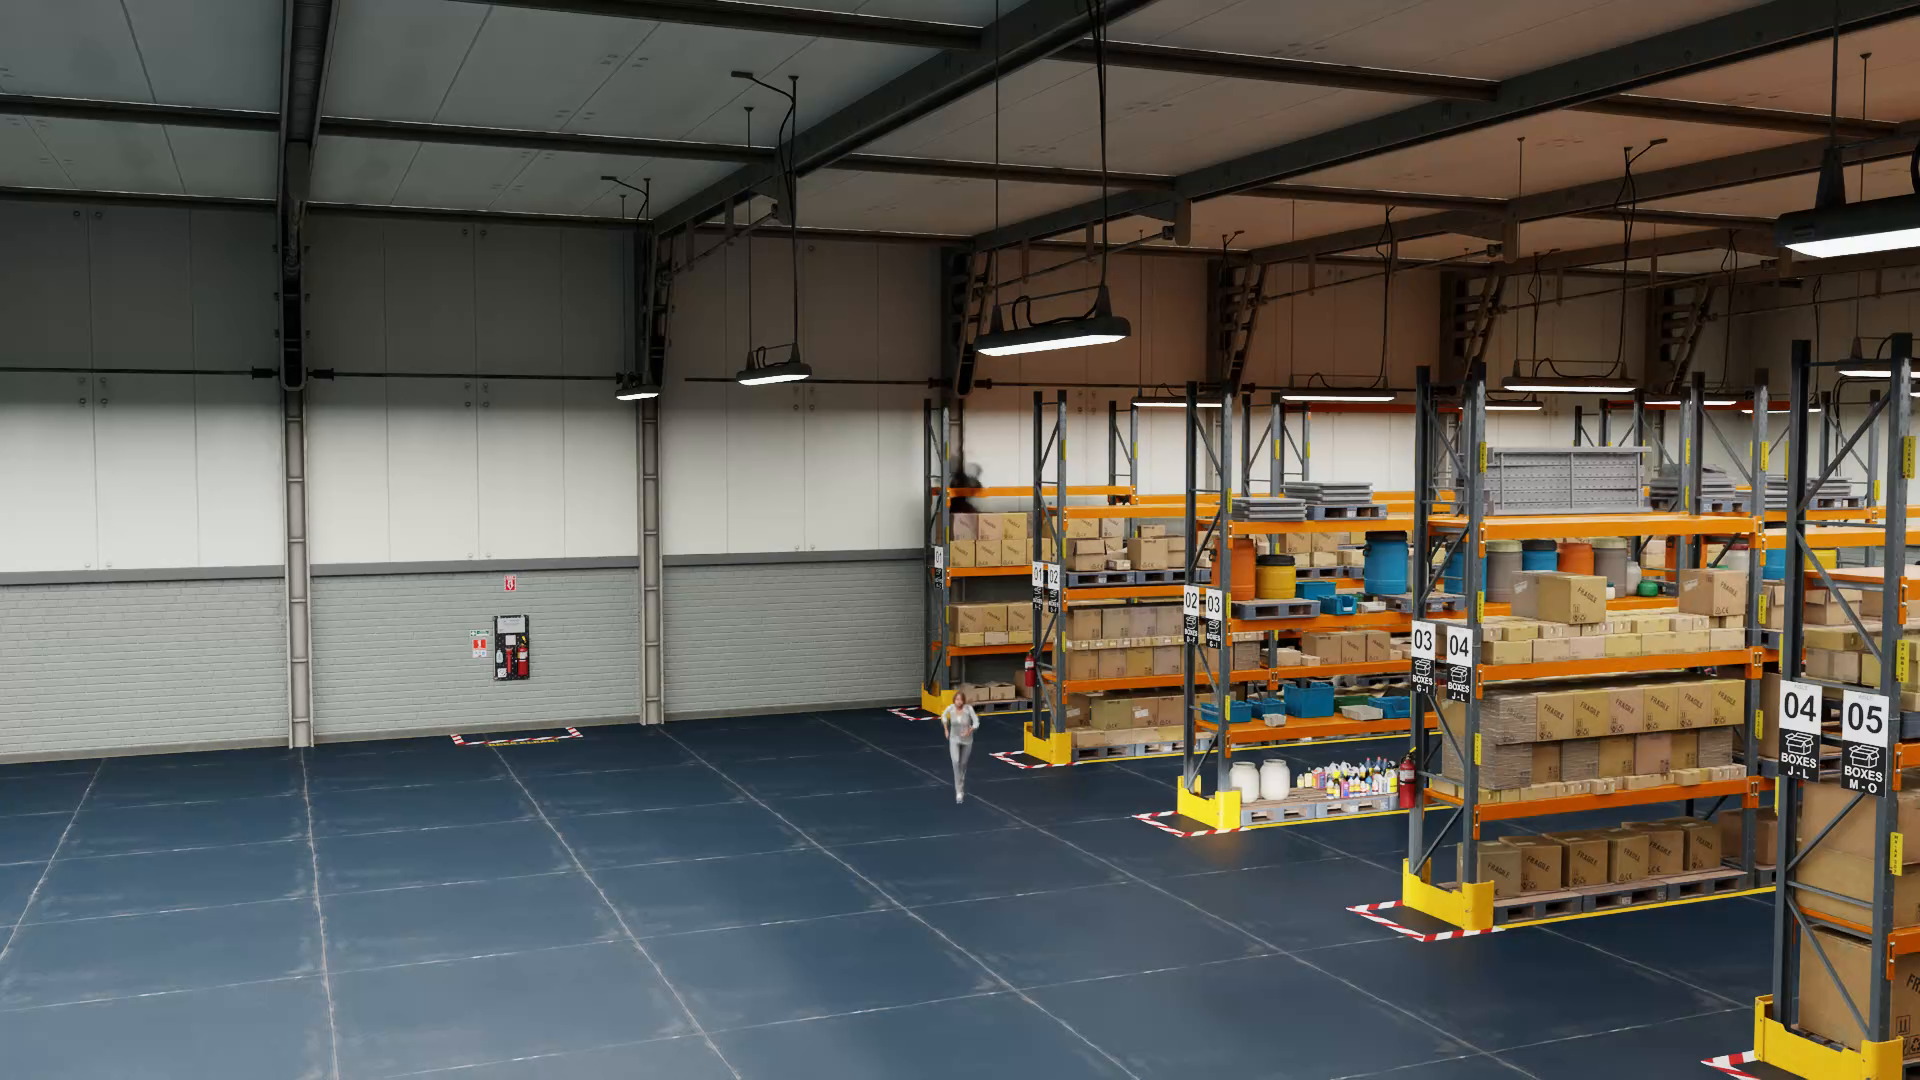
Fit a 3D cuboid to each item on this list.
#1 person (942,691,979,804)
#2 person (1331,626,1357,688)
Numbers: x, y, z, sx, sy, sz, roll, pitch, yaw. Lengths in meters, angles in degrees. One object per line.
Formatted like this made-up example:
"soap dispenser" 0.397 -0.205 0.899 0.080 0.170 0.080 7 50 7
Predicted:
"person" 0.009 2.956 24.207 0.541 1.588 0.997 0 3 -1
"person" 7.214 2.405 31.169 0.970 1.773 0.662 -2 4 -28
